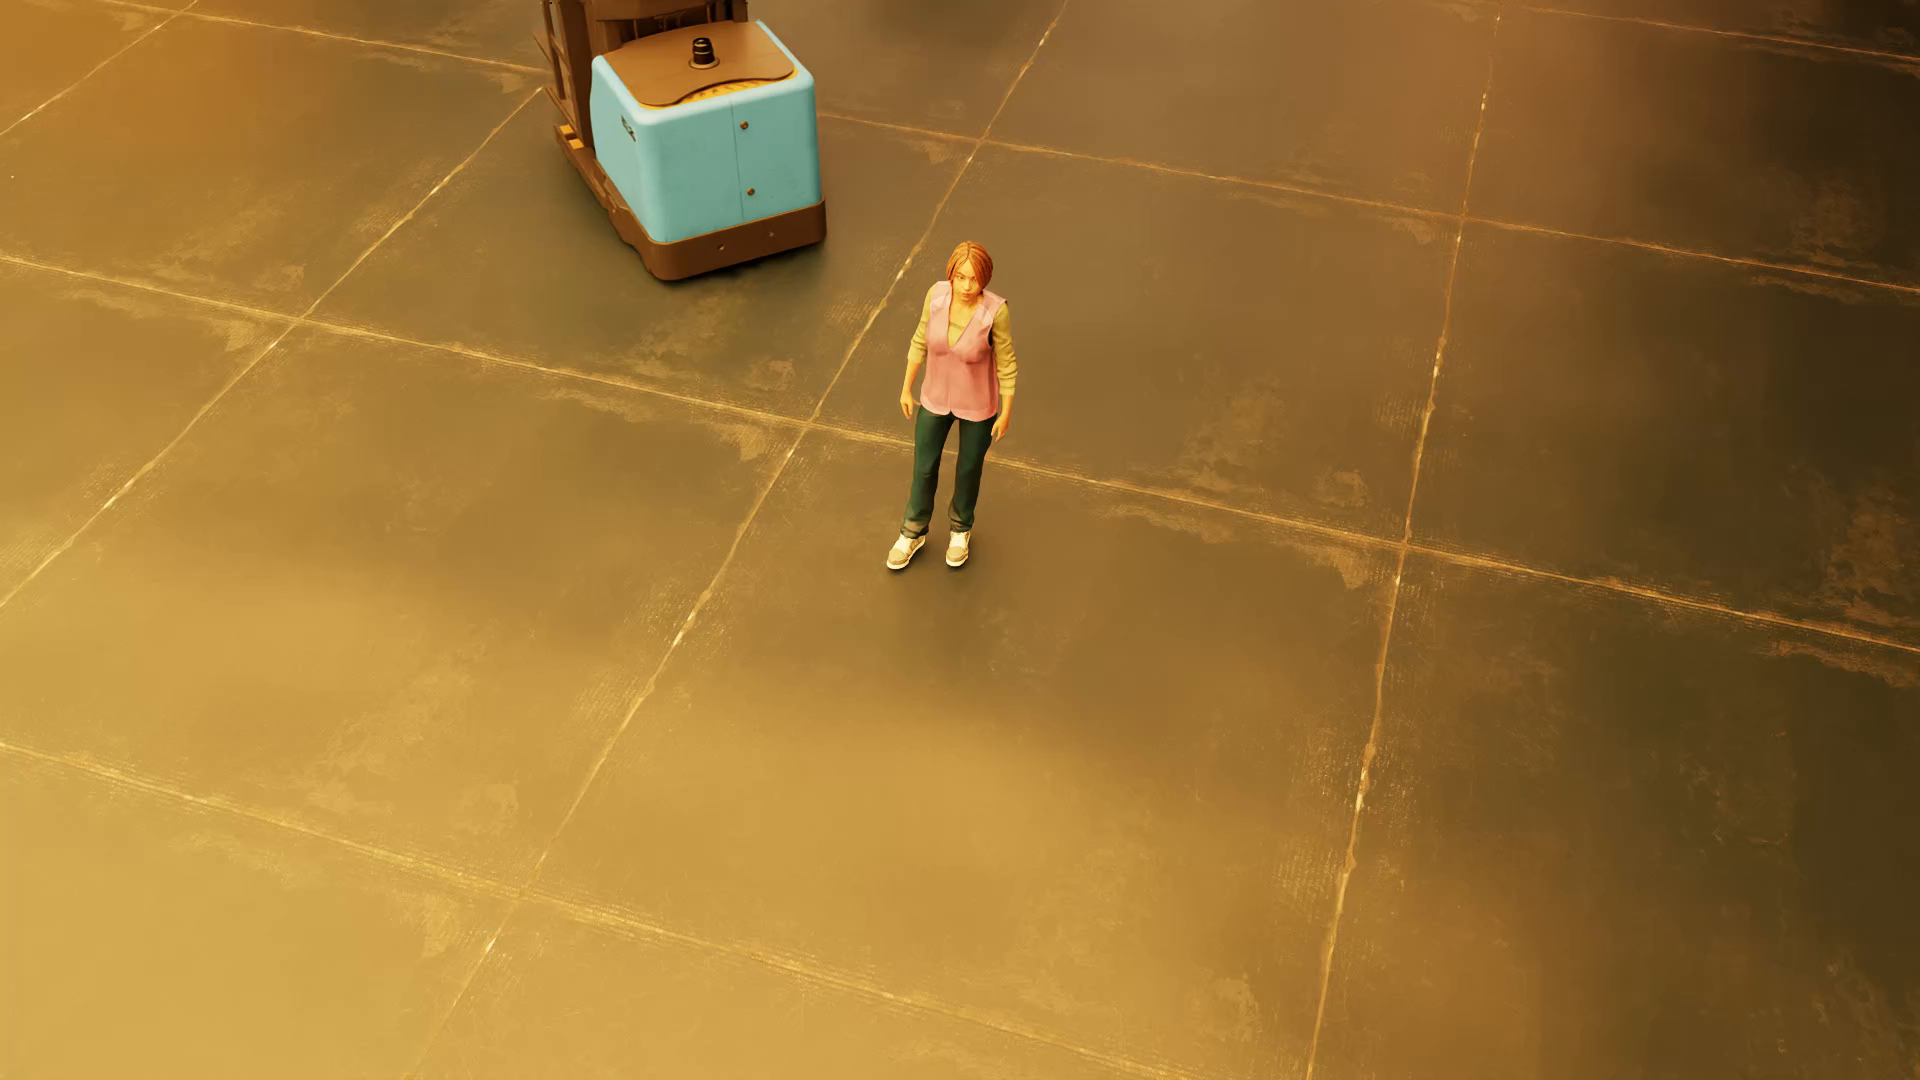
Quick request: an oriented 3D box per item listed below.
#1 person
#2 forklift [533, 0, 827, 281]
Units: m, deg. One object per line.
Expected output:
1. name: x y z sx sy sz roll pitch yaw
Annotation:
1. person: -0.036 -0.544 7.243 0.521 1.599 0.473 12 44 13
2. forklift: -1.889 -3.525 9.478 1.130 2.935 3.031 -19 46 -19
